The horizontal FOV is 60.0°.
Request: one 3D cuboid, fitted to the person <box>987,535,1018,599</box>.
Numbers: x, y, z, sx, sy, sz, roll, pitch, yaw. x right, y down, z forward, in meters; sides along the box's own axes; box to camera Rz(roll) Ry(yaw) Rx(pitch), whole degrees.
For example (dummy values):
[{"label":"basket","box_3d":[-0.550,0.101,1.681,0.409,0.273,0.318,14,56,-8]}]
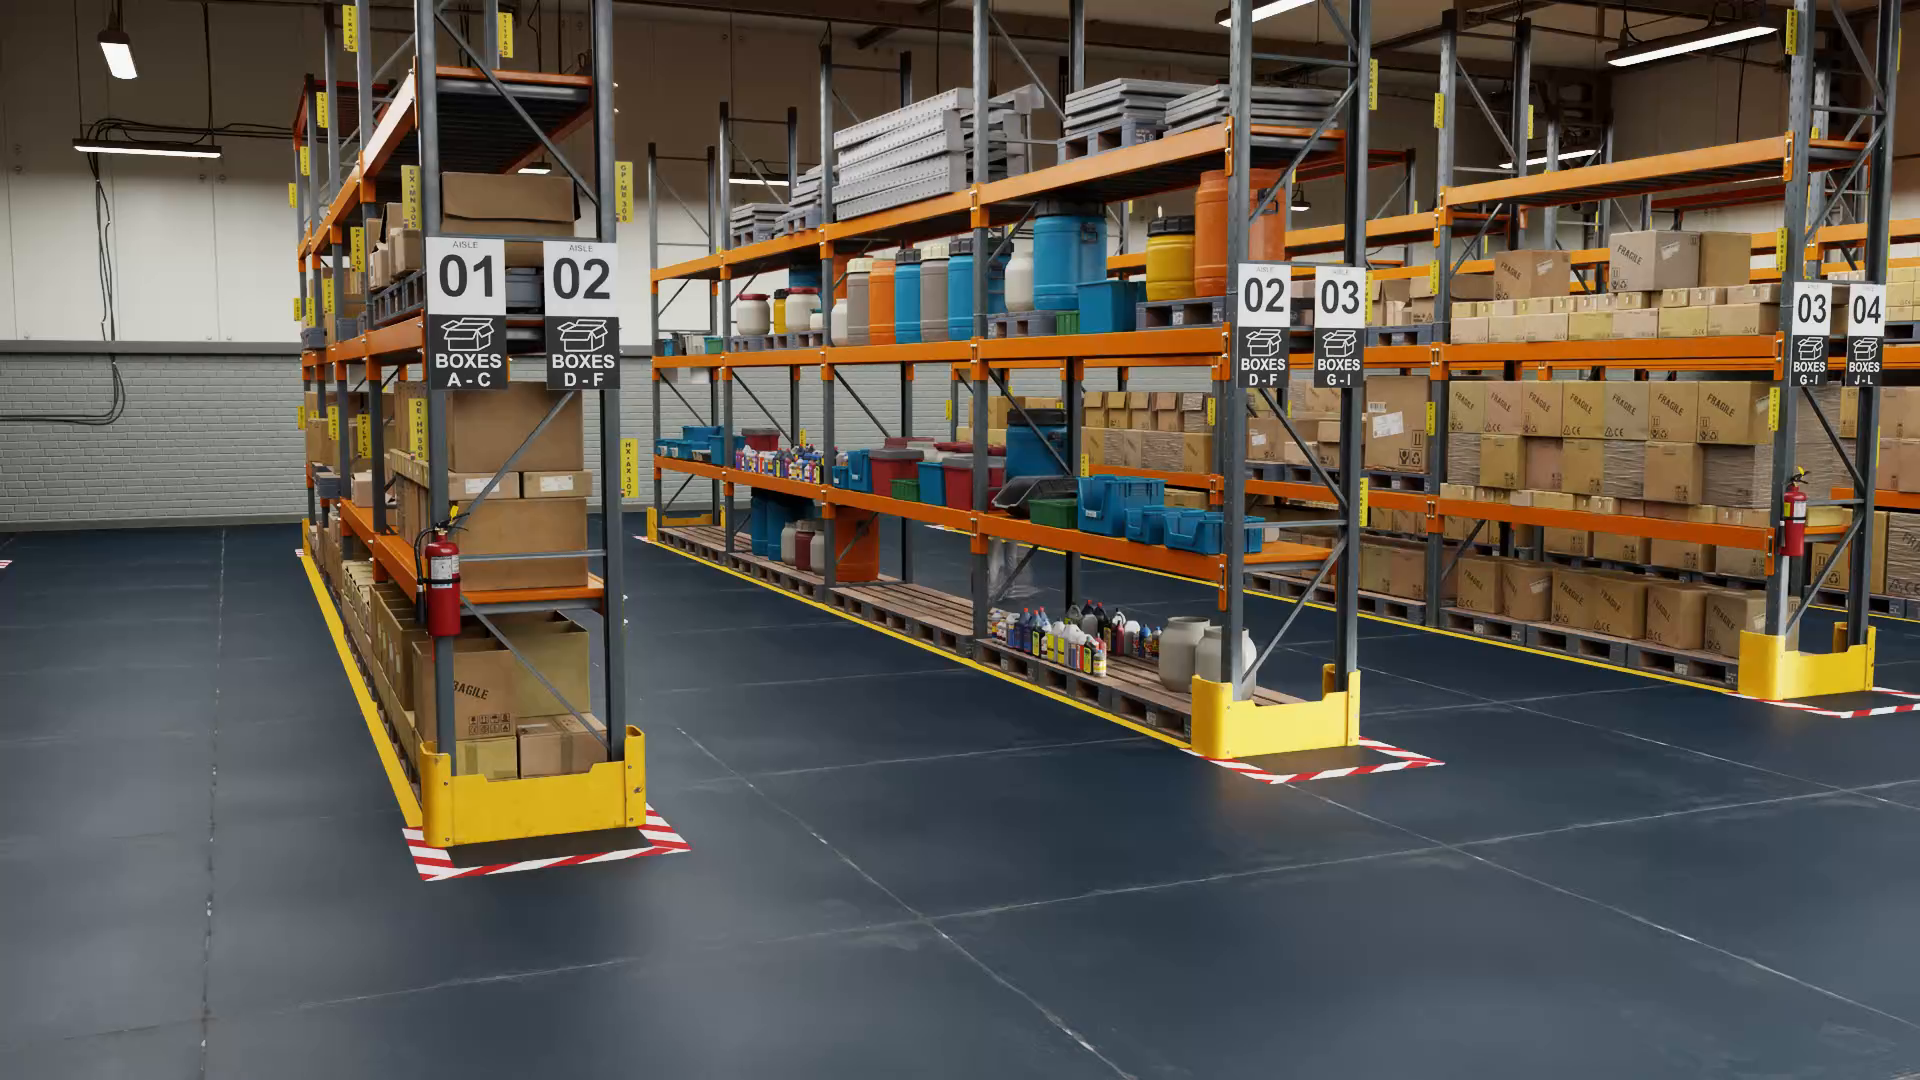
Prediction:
[{"label":"person","box_3d":[0.490,-0.139,18.703,0.522,1.747,0.383,-2,6,-17]}]
